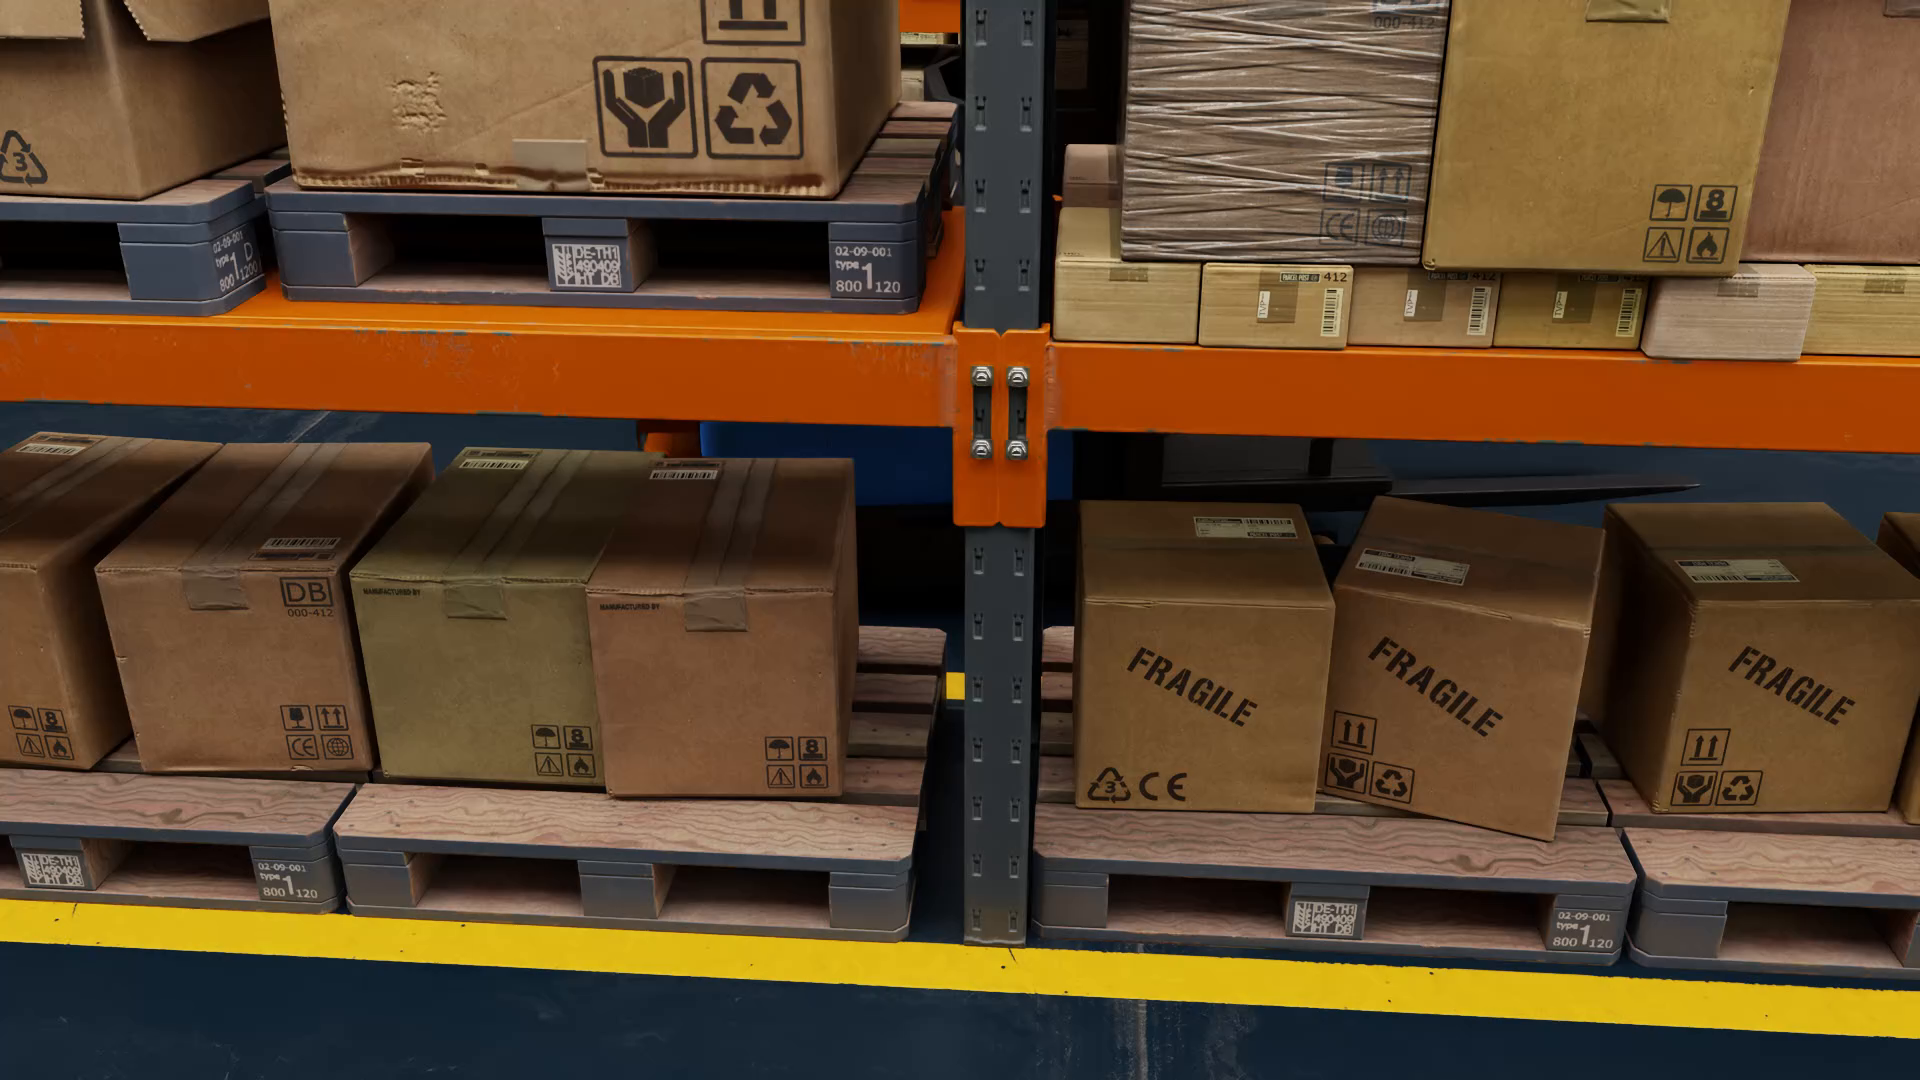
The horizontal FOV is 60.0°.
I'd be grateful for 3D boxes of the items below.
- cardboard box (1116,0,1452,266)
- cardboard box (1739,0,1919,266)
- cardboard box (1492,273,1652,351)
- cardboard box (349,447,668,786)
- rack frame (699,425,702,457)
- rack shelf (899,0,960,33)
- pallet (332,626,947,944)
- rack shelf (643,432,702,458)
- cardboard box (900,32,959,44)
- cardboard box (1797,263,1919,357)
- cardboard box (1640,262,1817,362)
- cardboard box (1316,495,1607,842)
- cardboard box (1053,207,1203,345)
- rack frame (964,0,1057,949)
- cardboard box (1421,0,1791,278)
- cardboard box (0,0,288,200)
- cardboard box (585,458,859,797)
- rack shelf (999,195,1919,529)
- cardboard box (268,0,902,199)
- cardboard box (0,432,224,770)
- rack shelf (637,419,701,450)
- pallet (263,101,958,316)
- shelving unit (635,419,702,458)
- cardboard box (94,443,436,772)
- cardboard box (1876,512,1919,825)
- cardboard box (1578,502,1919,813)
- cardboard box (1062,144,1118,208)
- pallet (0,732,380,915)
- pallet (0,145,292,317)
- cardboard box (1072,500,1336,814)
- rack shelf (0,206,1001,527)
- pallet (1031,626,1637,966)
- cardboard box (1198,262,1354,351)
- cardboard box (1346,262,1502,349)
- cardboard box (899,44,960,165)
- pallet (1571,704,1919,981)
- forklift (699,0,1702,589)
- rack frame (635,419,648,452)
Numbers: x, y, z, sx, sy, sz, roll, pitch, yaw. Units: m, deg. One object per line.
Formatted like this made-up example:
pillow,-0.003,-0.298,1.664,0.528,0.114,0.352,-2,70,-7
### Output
cardboard box,0.553,-0.872,3.081,0.500,0.500,0.875,2,25,4
cardboard box,1.555,-0.867,3.071,0.500,0.500,0.875,2,25,4
cardboard box,1.050,-0.471,2.986,0.250,0.149,0.380,2,25,4
cardboard box,-0.975,0.152,3.794,0.500,0.500,0.700,2,25,4
rack frame,-0.775,-0.518,4.941,0.006,1.200,0.240,-2,25,-4
rack shelf,-1.404,-2.533,8.026,4.000,0.370,1.077,2,25,4
pallet,-0.667,0.511,3.887,1.213,0.211,1.003,2,25,4
rack shelf,-0.866,-0.257,5.054,0.180,0.103,0.258,-2,25,-4
cardboard box,-0.372,-3.896,12.770,0.625,0.372,0.950,3,25,7
cardboard box,1.549,-0.455,2.952,0.250,0.149,0.380,2,25,4
cardboard box,1.296,-0.446,2.932,0.250,0.149,0.380,2,25,4
cardboard box,1.077,0.258,3.589,0.500,0.500,0.500,10,27,21
cardboard box,0.301,-0.485,3.016,0.250,0.149,0.380,2,25,4
rack frame,0.109,-0.732,3.251,0.127,3.000,1.000,2,25,4
cardboard box,1.049,-0.841,3.014,0.500,0.500,0.875,2,25,4
cardboard box,-1.626,-0.986,3.179,0.637,0.503,0.797,4,25,9
cardboard box,-0.501,0.176,3.744,0.500,0.500,0.700,0,25,0
rack shelf,2.103,-0.341,3.263,4.000,0.370,1.077,2,25,4
cardboard box,-0.672,-1.279,3.220,1.000,1.000,1.000,2,25,4
cardboard box,-2.090,0.117,3.871,0.500,0.500,0.700,4,25,8
rack shelf,-0.866,-0.366,5.004,0.180,0.103,0.258,-2,25,-4
pallet,-0.642,-0.729,3.476,1.213,0.211,1.003,2,25,4
shelving unit,-0.866,-0.516,4.935,0.189,1.200,0.258,-2,25,-4
cardboard box,-1.533,0.135,3.833,0.500,0.500,0.700,0,25,-1
cardboard box,2.255,0.282,3.538,0.500,0.500,0.500,4,25,9
cardboard box,1.702,0.245,3.617,0.500,0.500,0.500,0,25,-1
cardboard box,0.346,-0.733,3.555,0.250,0.149,0.380,2,25,4
pallet,-1.887,0.473,3.970,1.213,0.211,1.003,2,25,4
pallet,-1.902,-0.726,3.469,1.213,0.211,1.003,2,25,4
cardboard box,0.505,0.243,3.622,0.500,0.500,0.500,1,25,2
rack shelf,-1.885,-0.469,3.541,4.000,0.370,1.077,2,25,4
pallet,0.782,0.542,3.820,1.213,0.211,1.003,2,25,4
cardboard box,0.549,-0.472,2.987,0.250,0.149,0.380,2,25,4
cardboard box,0.800,-0.475,2.995,0.250,0.149,0.380,2,25,4
cardboard box,-0.036,-1.947,8.081,0.750,0.750,1.050,2,25,4
pallet,2.001,0.580,3.737,1.213,0.211,1.003,2,25,4
forklift,0.736,-1.390,4.764,3.031,2.935,1.130,-2,25,-4
rack frame,-0.957,-0.513,4.929,0.006,1.200,0.240,-2,25,-4
